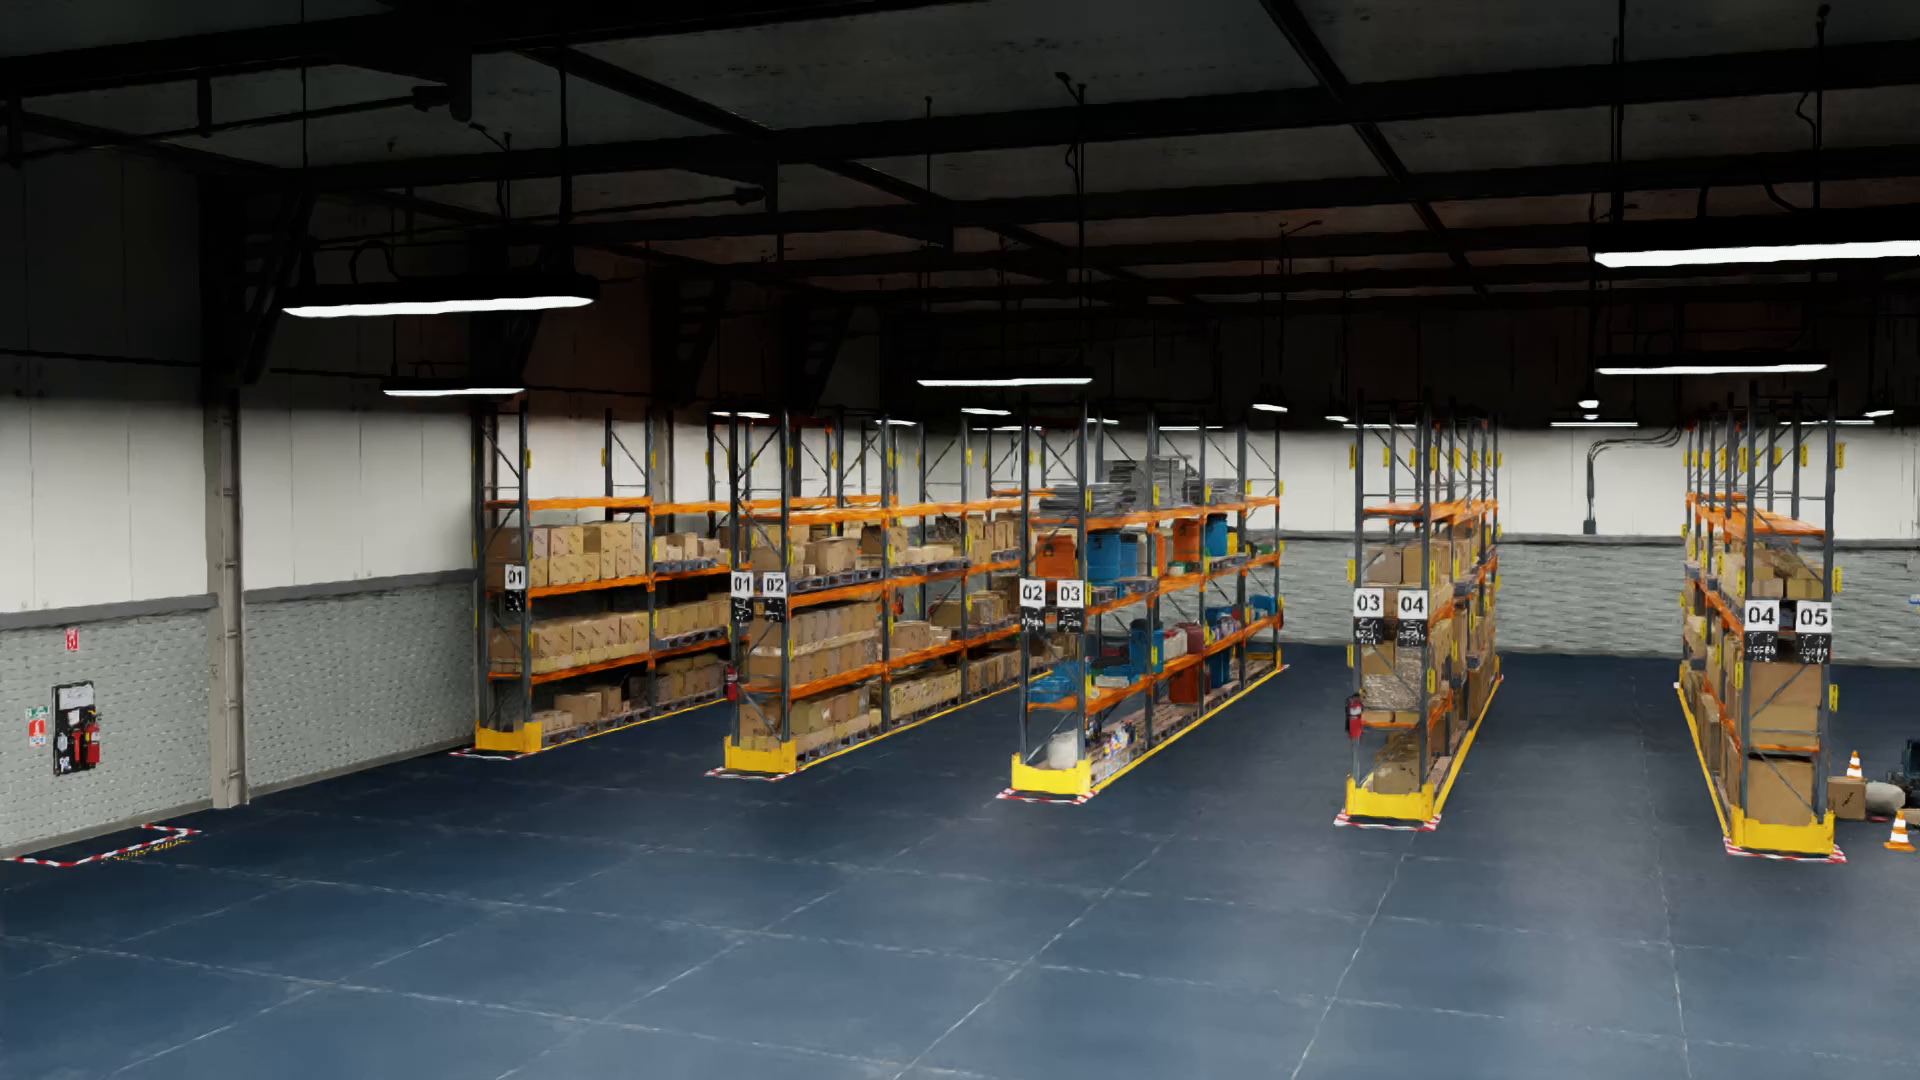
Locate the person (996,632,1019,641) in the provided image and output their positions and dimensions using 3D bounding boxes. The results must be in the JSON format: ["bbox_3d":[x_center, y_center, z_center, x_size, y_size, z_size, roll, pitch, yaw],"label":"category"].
[{"bbox_3d":[1.384,1.895,45.678,0.720,1.786,0.494,-1,3,-23],"label":"person"}]

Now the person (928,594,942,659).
[{"bbox_3d":[-0.488,2.160,41.333,0.682,1.676,0.535,1,3,19],"label":"person"}]
